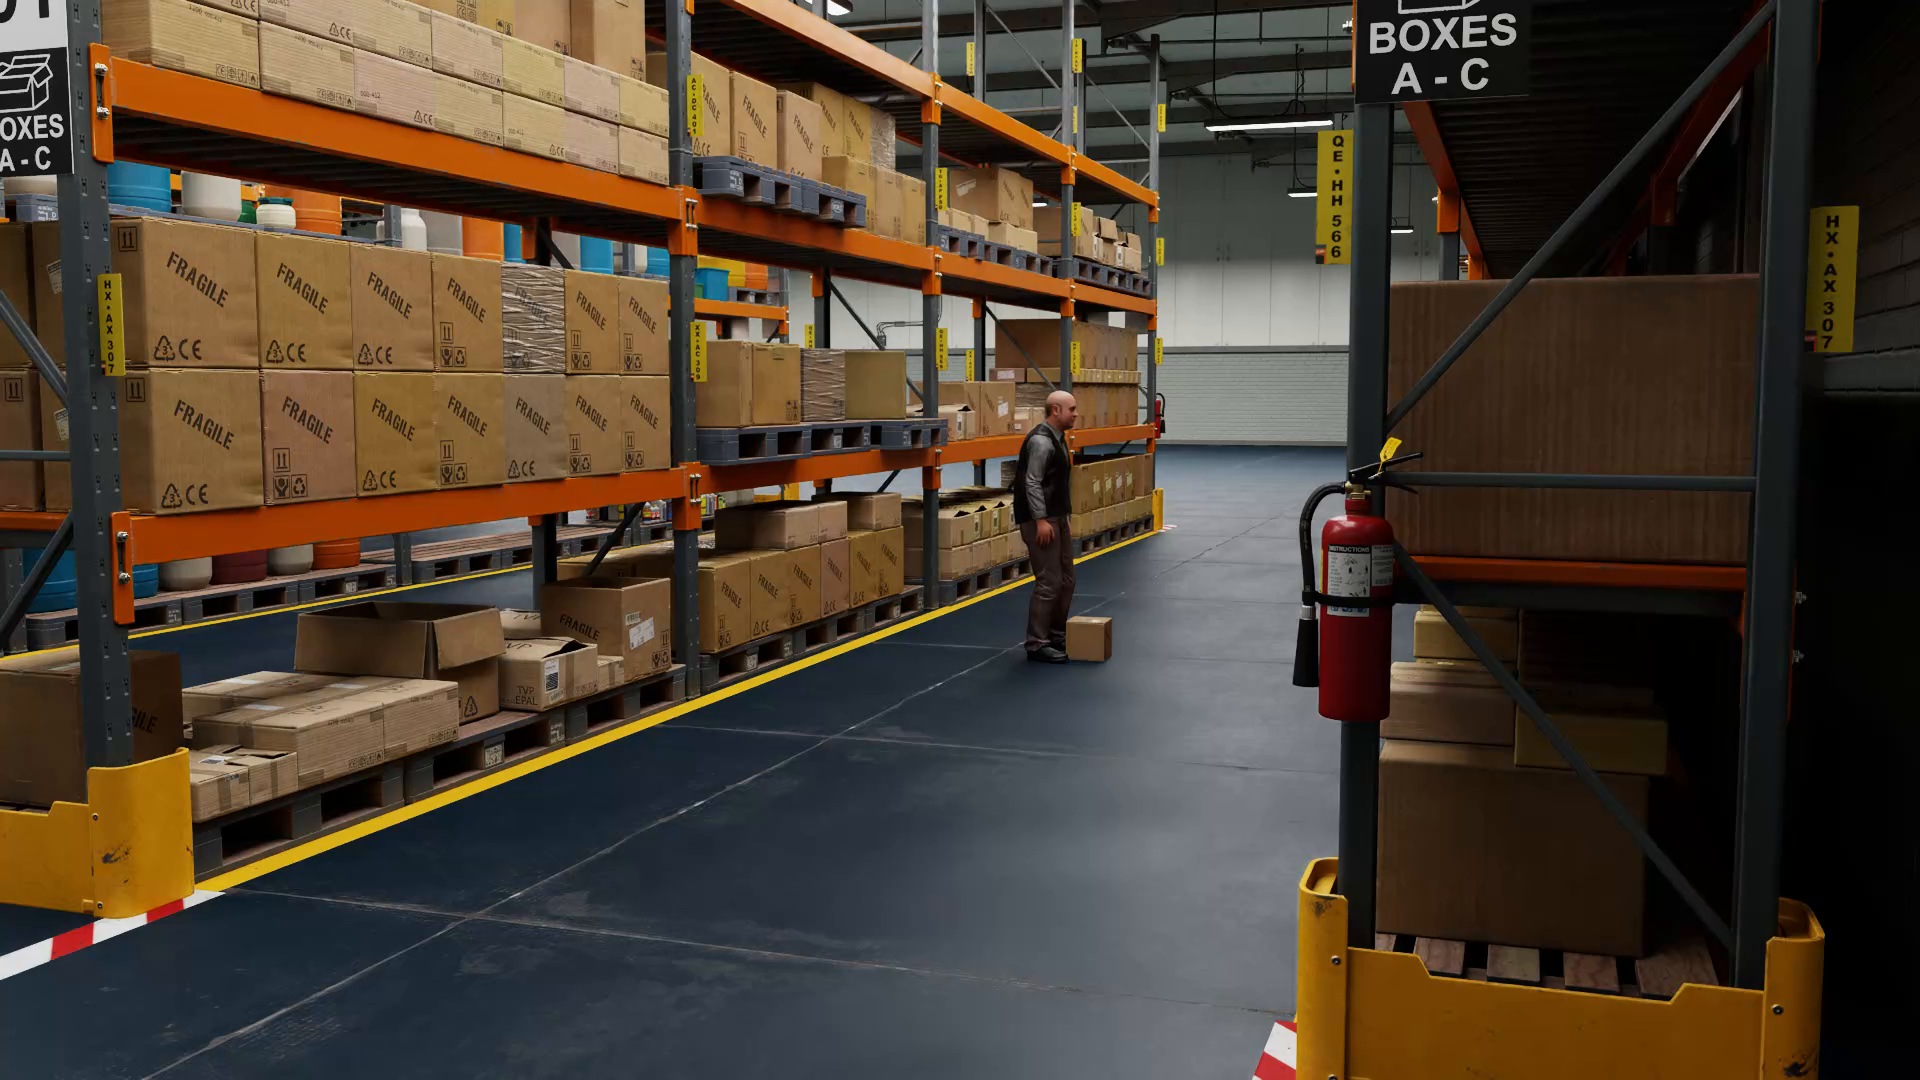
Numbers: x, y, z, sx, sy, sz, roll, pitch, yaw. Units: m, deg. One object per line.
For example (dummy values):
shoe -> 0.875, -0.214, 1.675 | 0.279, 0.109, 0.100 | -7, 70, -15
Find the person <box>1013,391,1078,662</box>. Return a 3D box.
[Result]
person -> 0.582, -0.100, 10.733 | 0.466, 1.720, 0.580 | 2, 5, 19
